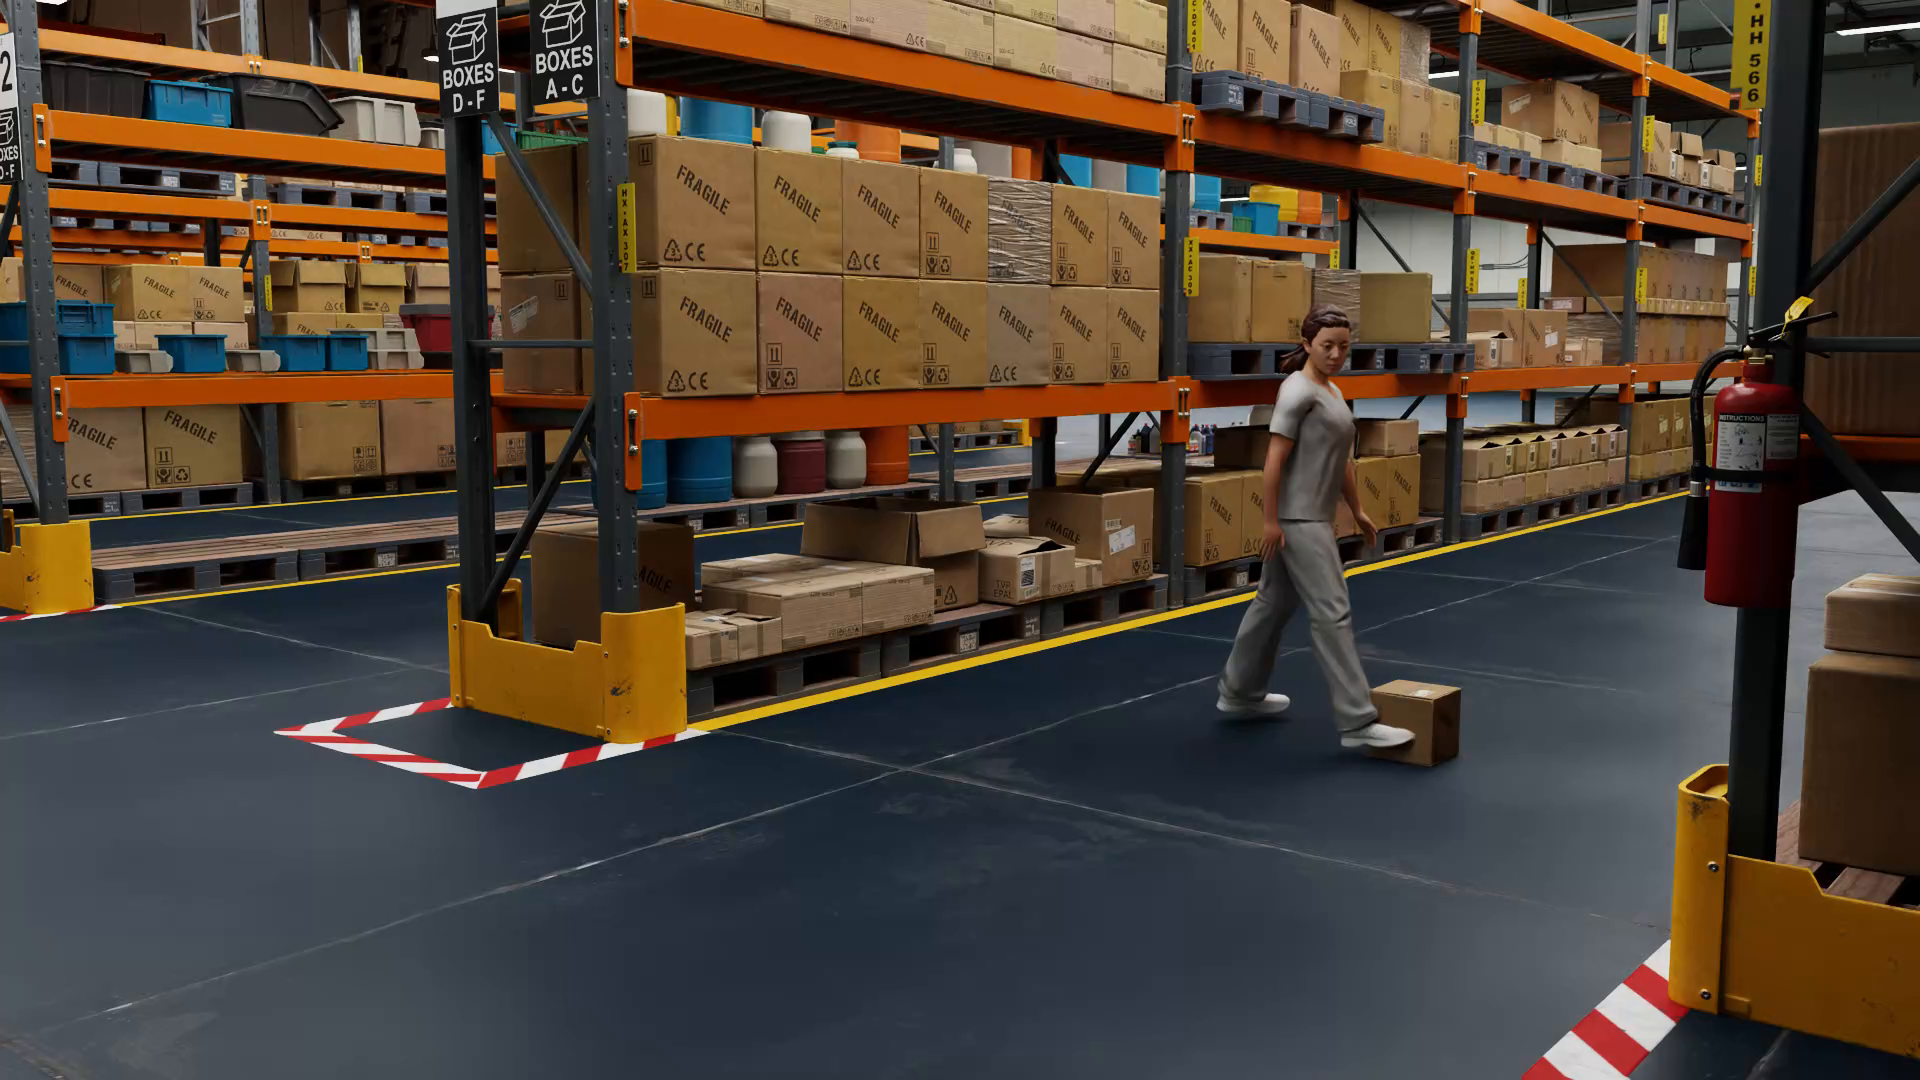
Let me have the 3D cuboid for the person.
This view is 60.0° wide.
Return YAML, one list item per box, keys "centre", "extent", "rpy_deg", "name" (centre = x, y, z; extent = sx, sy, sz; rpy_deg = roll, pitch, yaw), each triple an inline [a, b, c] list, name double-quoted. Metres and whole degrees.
- centre: [1.371, -0.075, 6.332]
  extent: [0.851, 1.634, 0.603]
  rpy_deg: [3, 7, 24]
  name: "person"
